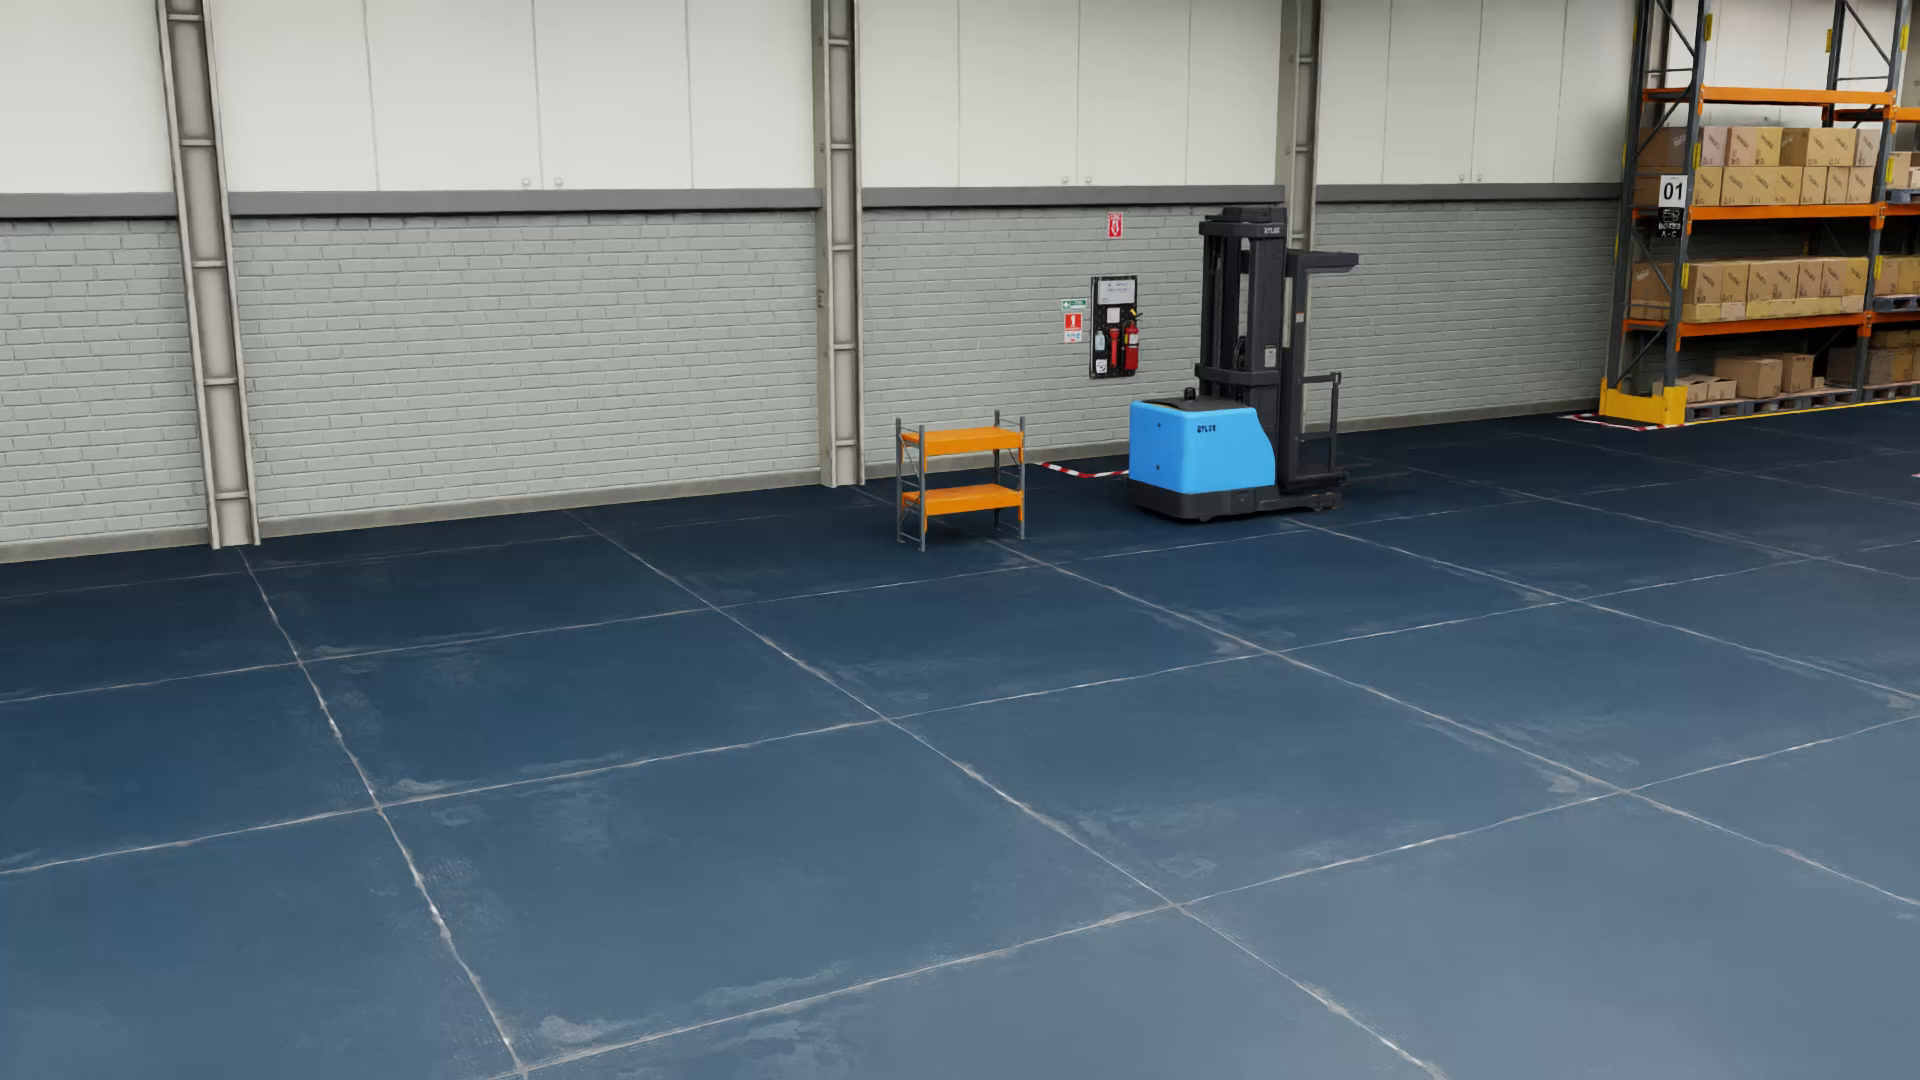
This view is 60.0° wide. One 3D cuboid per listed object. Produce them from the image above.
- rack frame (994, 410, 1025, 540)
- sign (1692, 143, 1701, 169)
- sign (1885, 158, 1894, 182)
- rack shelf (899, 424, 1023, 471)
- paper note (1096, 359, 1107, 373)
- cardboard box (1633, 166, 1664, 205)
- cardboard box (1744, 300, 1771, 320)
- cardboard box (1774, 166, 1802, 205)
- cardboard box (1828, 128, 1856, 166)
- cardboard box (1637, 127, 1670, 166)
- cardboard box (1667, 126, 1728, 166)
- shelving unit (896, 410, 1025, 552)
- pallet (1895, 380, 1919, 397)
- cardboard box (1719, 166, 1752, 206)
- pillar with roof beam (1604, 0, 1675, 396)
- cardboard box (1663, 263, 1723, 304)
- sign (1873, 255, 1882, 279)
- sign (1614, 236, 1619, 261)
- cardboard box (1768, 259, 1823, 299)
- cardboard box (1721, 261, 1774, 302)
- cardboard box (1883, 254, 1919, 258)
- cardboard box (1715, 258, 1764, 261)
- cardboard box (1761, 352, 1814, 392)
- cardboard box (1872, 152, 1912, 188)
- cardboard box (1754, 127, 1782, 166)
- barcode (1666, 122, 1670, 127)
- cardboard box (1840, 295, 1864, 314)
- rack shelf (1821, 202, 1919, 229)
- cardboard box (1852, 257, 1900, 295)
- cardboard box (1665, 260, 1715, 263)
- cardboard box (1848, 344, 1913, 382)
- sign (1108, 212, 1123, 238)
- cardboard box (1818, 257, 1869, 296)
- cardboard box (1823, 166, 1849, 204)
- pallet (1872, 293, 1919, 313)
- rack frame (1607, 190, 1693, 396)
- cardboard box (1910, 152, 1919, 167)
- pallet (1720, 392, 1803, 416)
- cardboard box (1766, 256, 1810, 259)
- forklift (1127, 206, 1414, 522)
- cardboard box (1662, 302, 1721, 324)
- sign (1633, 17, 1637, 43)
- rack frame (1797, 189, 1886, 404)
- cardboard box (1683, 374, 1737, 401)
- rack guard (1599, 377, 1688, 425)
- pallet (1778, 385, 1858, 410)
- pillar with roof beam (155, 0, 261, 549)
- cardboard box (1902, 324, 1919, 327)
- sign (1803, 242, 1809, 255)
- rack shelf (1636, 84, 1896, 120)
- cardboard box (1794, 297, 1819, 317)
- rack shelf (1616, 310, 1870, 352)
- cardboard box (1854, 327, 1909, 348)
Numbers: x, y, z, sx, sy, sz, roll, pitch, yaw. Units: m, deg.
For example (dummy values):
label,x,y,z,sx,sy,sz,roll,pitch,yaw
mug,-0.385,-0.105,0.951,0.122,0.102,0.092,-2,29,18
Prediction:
label,x,y,z,sx,sy,sz,roll,pitch,yaw
rack frame,0.452,-0.603,15.226,0.032,1.125,0.500,-7,14,-28
sign,9.338,-4.869,21.092,0.005,0.325,0.100,-7,14,-28
sign,12.856,-5.117,23.004,0.005,0.325,0.100,-7,14,-28
rack shelf,0.006,-0.835,14.925,1.000,0.278,0.538,-7,14,-28
paper note,1.636,-2.006,19.195,0.142,0.148,0.016,-7,14,-28
cardboard box,9.323,-4.699,22.051,0.500,0.500,0.500,-6,14,-24
cardboard box,10.558,-3.121,22.440,0.500,0.250,0.500,-7,15,-29
cardboard box,10.894,-4.759,22.317,0.500,0.500,0.500,-6,14,-24
cardboard box,11.801,-5.350,22.666,0.500,0.500,0.500,-6,14,-25
cardboard box,9.331,-5.190,21.955,0.500,0.500,0.500,-6,14,-25
cardboard box,9.533,-5.088,21.501,0.500,0.500,0.500,-8,15,-32
shelving unit,0.006,-0.549,14.989,1.048,1.125,0.538,-7,14,-28
pallet,14.344,-2.356,25.097,1.213,0.211,1.003,-7,14,-28
cardboard box,9.980,-4.643,21.802,0.500,0.500,0.500,-6,14,-24
pillar with roof beam,11.341,-5.422,18.704,0.400,9.000,9.100,-7,14,-28
cardboard box,9.641,-3.379,21.879,0.500,0.500,0.500,-7,14,-28
sign,12.856,-3.824,23.295,0.005,0.325,0.100,-7,14,-28
sign,8.830,-3.912,22.304,0.005,0.325,0.100,-7,14,-28
cardboard box,11.440,-3.594,22.833,0.500,0.500,0.500,-7,15,-29
cardboard box,10.536,-3.482,22.338,0.500,0.500,0.500,-7,15,-30
cardboard box,14.109,-3.948,24.590,0.500,0.500,0.700,-5,14,-20
cardboard box,10.730,-3.636,23.024,0.500,0.500,0.500,-7,14,-27
cardboard box,11.697,-2.383,23.558,0.500,0.500,0.500,-8,15,-32
cardboard box,13.107,-5.264,23.652,0.500,0.500,0.500,-5,13,-20
cardboard box,10.442,-5.187,21.942,0.500,0.500,0.500,-6,14,-26
barcode,9.462,-5.548,22.226,0.075,0.075,0.001,-7,14,-28
cardboard box,12.319,-3.333,23.385,0.500,0.250,0.500,-7,14,-28
rack shelf,14.345,-4.828,24.536,4.000,0.370,1.077,-7,14,-28
cardboard box,13.052,-3.815,24.001,0.500,0.500,0.700,-7,14,-28
cardboard box,9.837,-3.528,22.543,0.500,0.500,0.500,-7,14,-27
cardboard box,13.657,-2.645,24.720,0.500,0.500,0.700,-7,15,-29
sign,1.770,-3.590,18.949,0.199,0.298,0.001,-7,14,-28
cardboard box,12.322,-3.698,23.298,0.500,0.500,0.500,-7,14,-28
cardboard box,11.814,-4.875,22.836,0.500,0.500,0.500,-8,15,-33
pallet,13.330,-3.464,24.105,1.213,0.211,1.003,-7,14,-28
rack frame,9.078,-3.084,21.982,0.127,3.000,1.000,-7,14,-28
cardboard box,14.190,-5.394,24.229,0.500,0.500,0.500,-7,15,-30
pallet,10.944,-1.938,23.239,1.213,0.211,1.003,-7,14,-28
cardboard box,11.621,-3.745,23.504,0.500,0.500,0.500,-7,14,-28
forklift,3.196,-1.808,16.468,3.031,2.935,1.130,-7,14,-28
cardboard box,9.659,-3.011,21.952,0.500,0.250,0.500,-7,15,-29
sign,8.830,-6.653,21.688,0.005,0.325,0.100,-7,14,-28
rack frame,12.589,-3.505,23.851,0.127,3.000,1.000,-7,14,-28
cardboard box,10.229,-2.102,22.741,0.500,0.311,0.500,-6,14,-23
rack guard,9.145,-1.873,22.292,0.348,0.500,1.175,-7,14,-28
pallet,12.017,-2.067,23.813,1.213,0.211,1.003,-7,14,-28
pillar with roof beam,-4.458,-3.528,10.290,0.400,9.000,9.100,-7,14,-28
cardboard box,14.514,-3.098,25.026,0.500,0.250,0.500,-7,14,-28
sign,12.320,-4.176,24.198,0.005,0.325,0.100,-7,14,-28
rack shelf,10.834,-5.869,22.337,4.000,0.370,1.077,-7,14,-28
cardboard box,11.443,-3.227,22.911,0.500,0.250,0.500,-7,14,-28
rack shelf,10.834,-2.944,22.995,4.000,0.370,1.077,-7,14,-28
cardboard box,13.612,-2.994,24.562,0.500,0.250,0.500,-7,15,-29
